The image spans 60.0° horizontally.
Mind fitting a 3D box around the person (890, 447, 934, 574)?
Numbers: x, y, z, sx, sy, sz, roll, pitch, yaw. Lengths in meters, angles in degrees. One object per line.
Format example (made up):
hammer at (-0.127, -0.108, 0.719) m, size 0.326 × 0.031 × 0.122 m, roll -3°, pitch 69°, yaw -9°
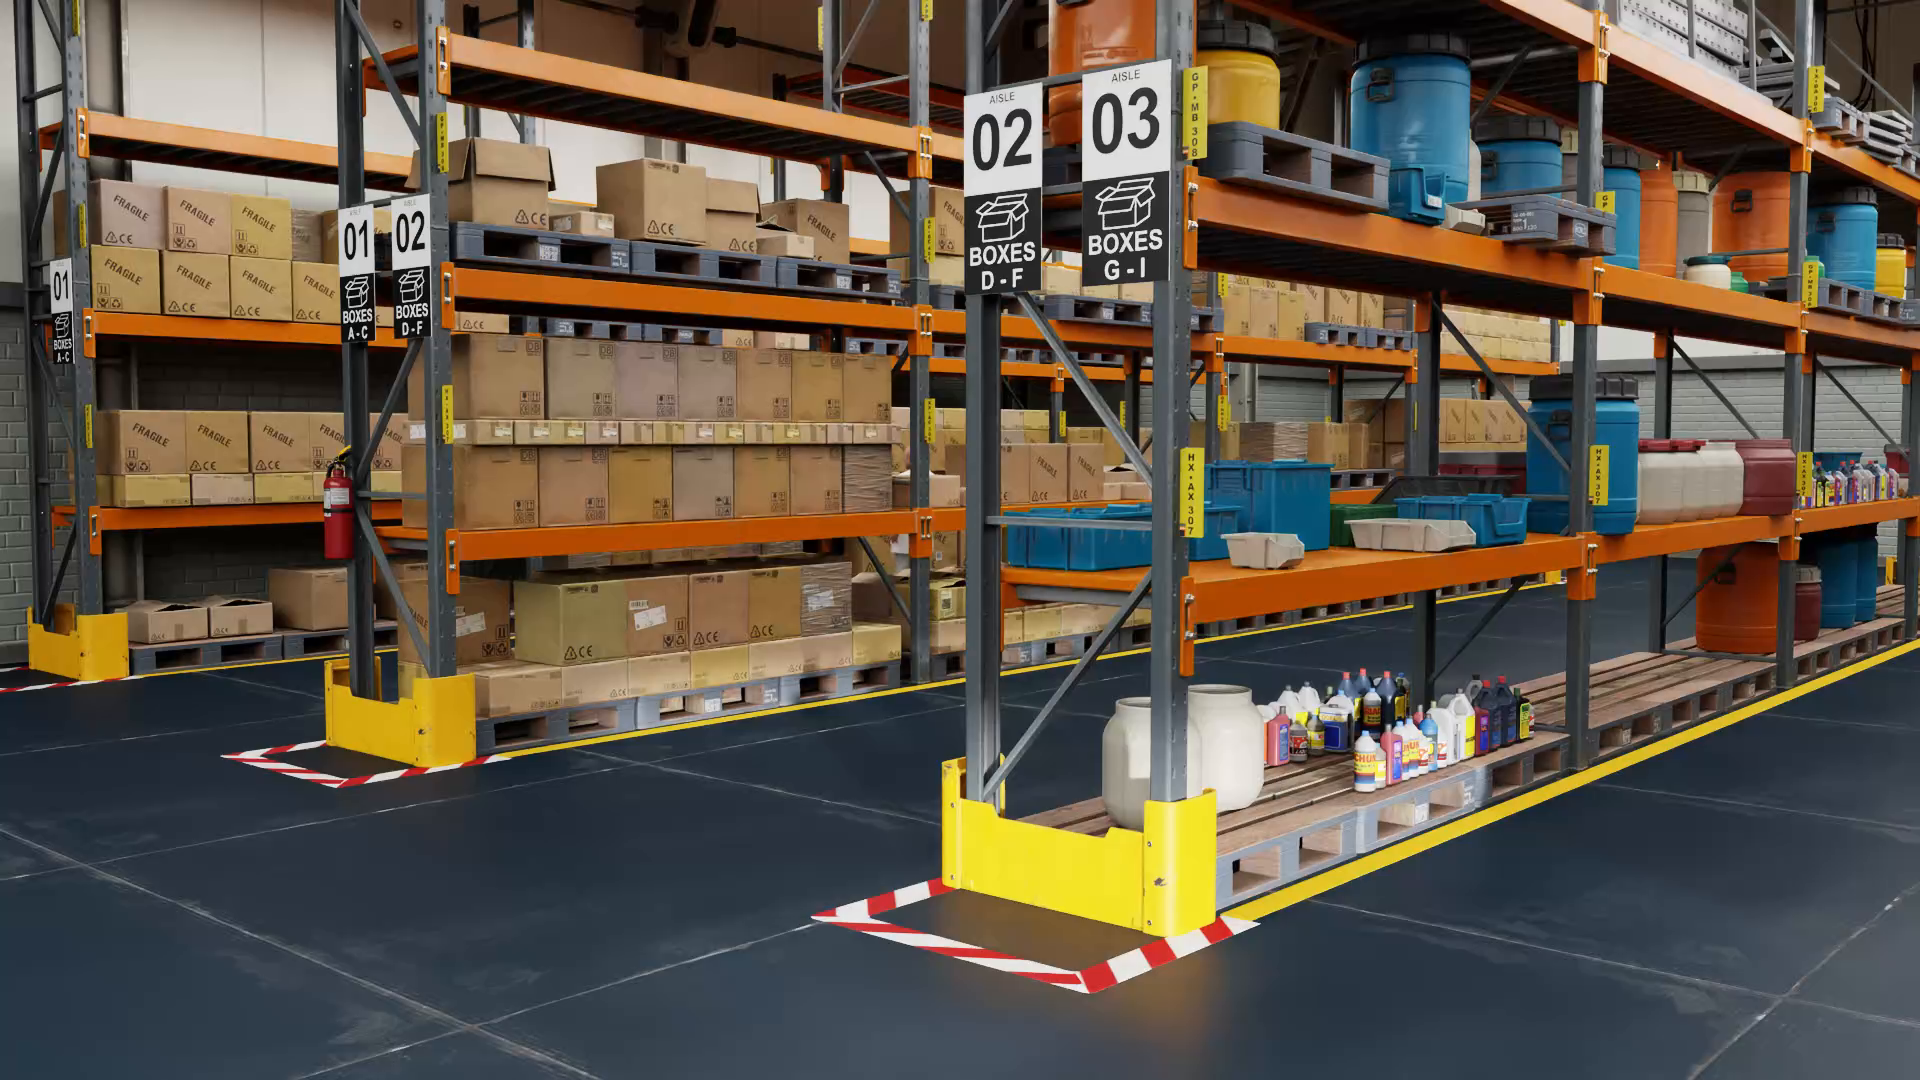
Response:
person at (-0.502, -0.084, 17.117) m, size 0.386 × 1.775 × 0.562 m, roll 3°, pitch 5°, yaw 42°
